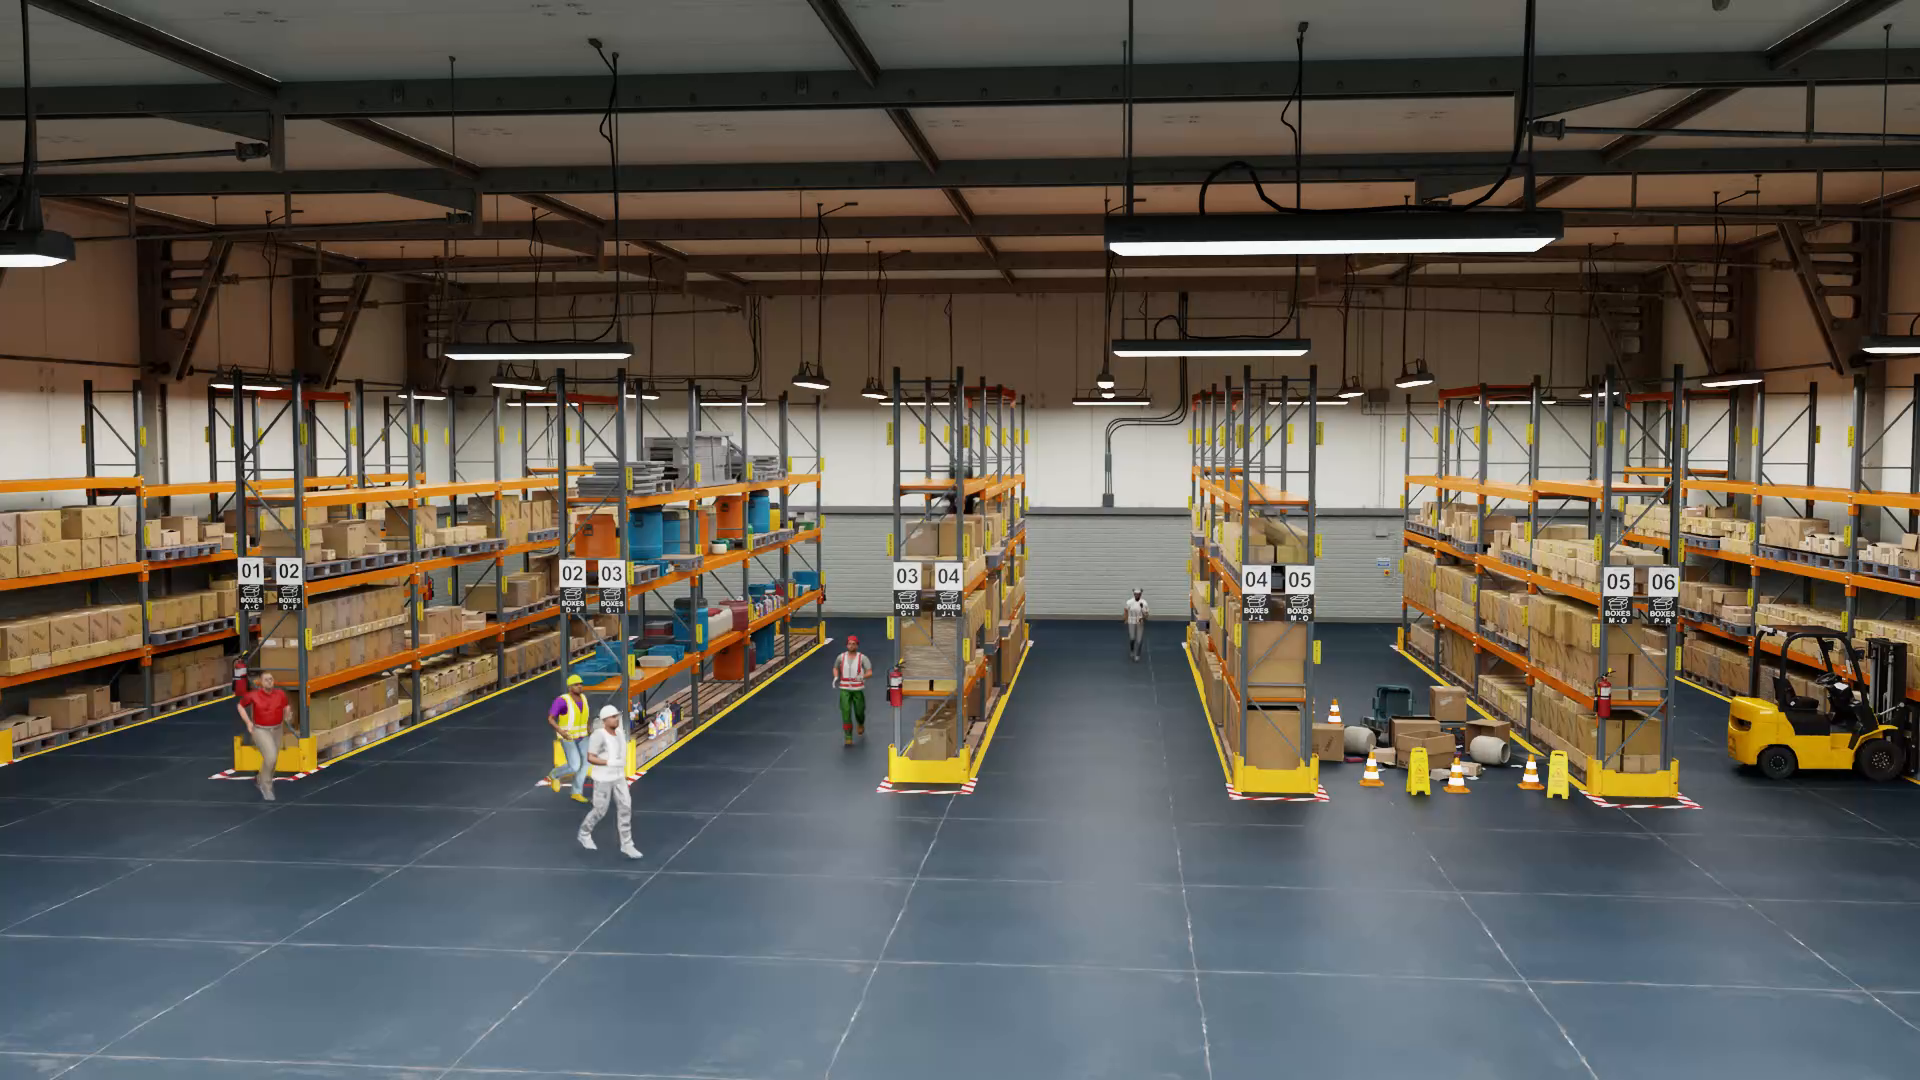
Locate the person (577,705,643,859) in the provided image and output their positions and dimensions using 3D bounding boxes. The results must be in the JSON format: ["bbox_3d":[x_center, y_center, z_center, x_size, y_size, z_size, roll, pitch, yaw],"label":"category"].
[{"bbox_3d":[-4.209,2.870,19.827,0.894,1.808,0.667,2,4,31],"label":"person"}]

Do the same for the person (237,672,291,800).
[{"bbox_3d":[-9.598,2.726,23.091,0.733,1.796,0.648,3,4,37],"label":"person"}]

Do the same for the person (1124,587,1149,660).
[{"bbox_3d":[3.924,1.870,37.036,0.552,1.647,0.661,0,4,7],"label":"person"}]

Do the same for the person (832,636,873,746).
[{"bbox_3d":[-1.760,2.439,27.120,0.669,1.760,0.868,0,4,5],"label":"person"}]

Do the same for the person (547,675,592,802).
[{"bbox_3d":[-5.377,2.722,22.945,0.654,1.750,0.717,2,4,30],"label":"person"}]
